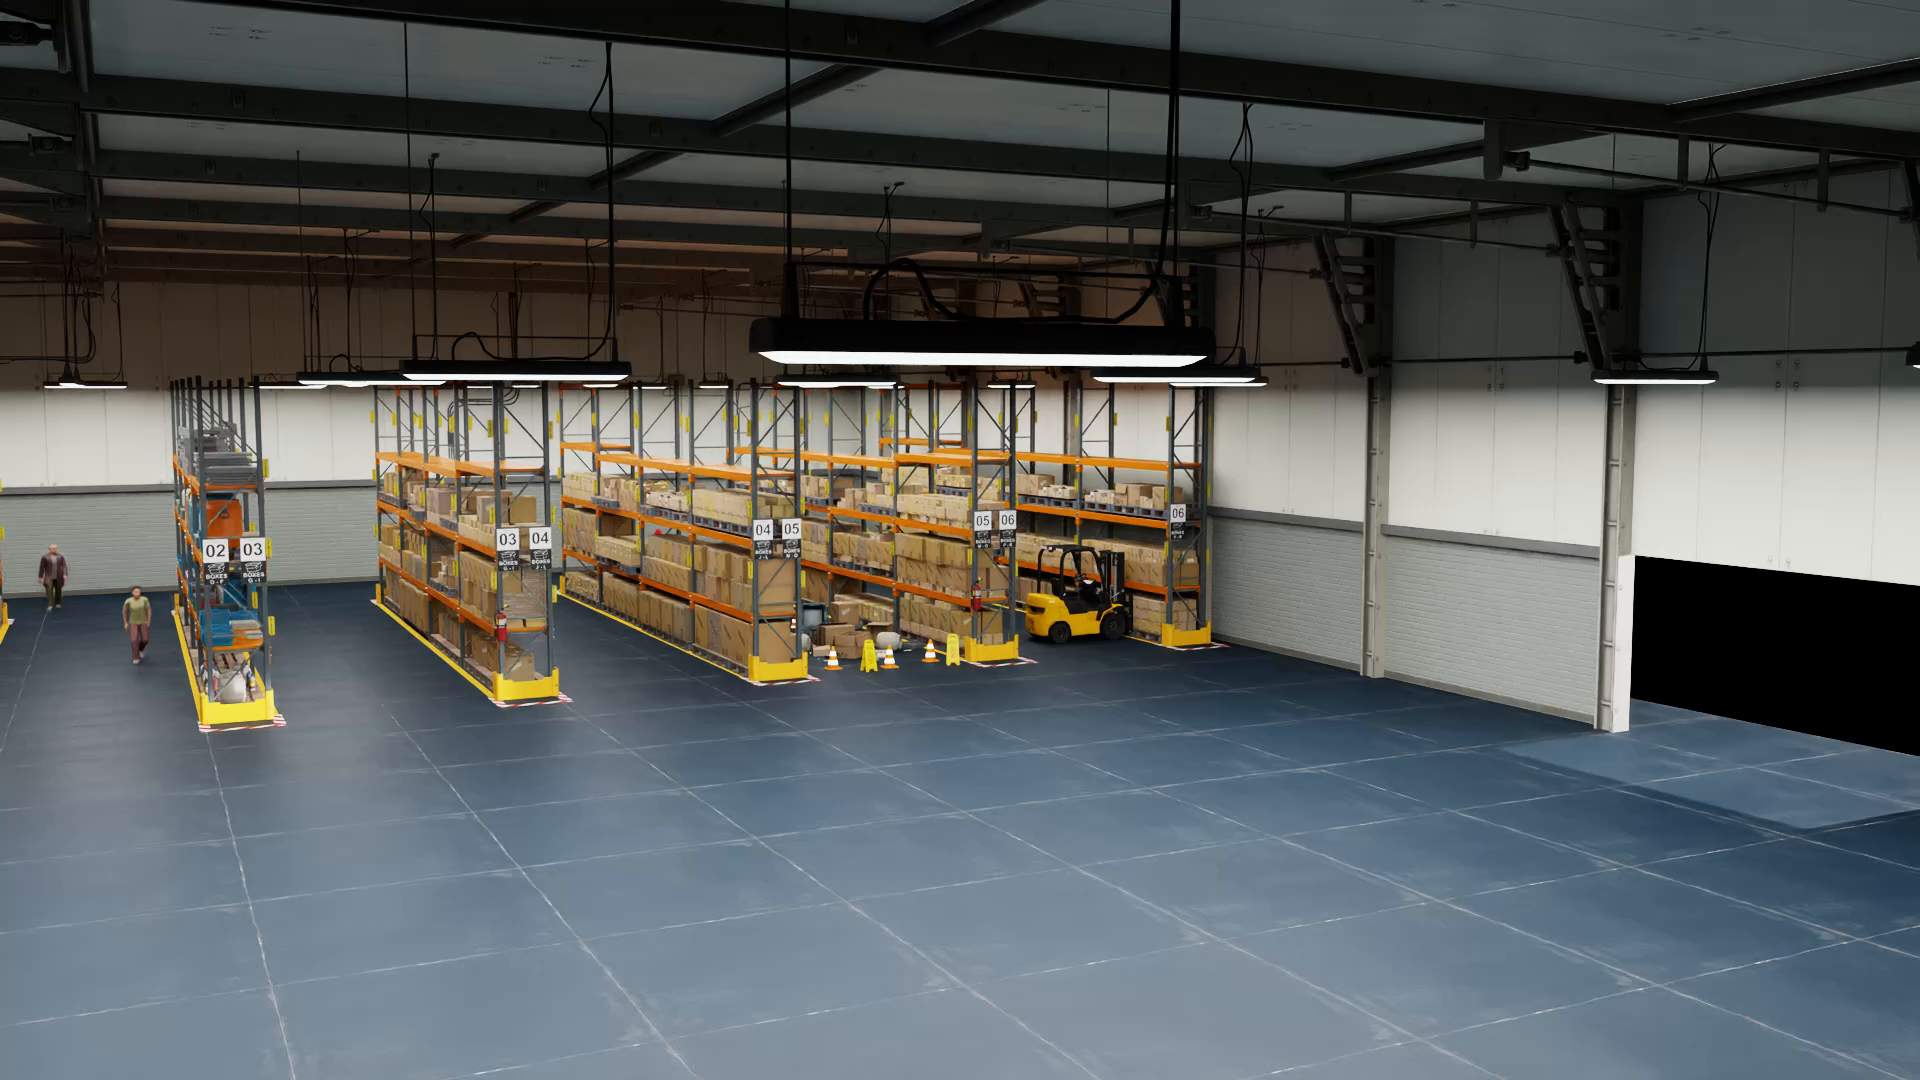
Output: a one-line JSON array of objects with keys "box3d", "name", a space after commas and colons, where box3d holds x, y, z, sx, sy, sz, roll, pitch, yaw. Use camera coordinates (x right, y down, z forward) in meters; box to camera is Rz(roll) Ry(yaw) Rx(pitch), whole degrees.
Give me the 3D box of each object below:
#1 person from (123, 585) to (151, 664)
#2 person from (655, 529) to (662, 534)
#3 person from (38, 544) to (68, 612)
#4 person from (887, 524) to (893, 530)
[{"box3d": [-17.459, 1.774, 35.278, 0.535, 1.654, 0.640, -3, 6, -32], "name": "person"}, {"box3d": [-8.634, 0.587, 47.665, 0.590, 1.782, 0.521, -4, 7, -41], "name": "person"}, {"box3d": [-23.674, 0.975, 43.400, 0.689, 1.718, 1.115, -3, 6, -31], "name": "person"}, {"box3d": [-1.997, 0.371, 47.730, 0.509, 1.671, 0.452, -4, 7, -40], "name": "person"}]
